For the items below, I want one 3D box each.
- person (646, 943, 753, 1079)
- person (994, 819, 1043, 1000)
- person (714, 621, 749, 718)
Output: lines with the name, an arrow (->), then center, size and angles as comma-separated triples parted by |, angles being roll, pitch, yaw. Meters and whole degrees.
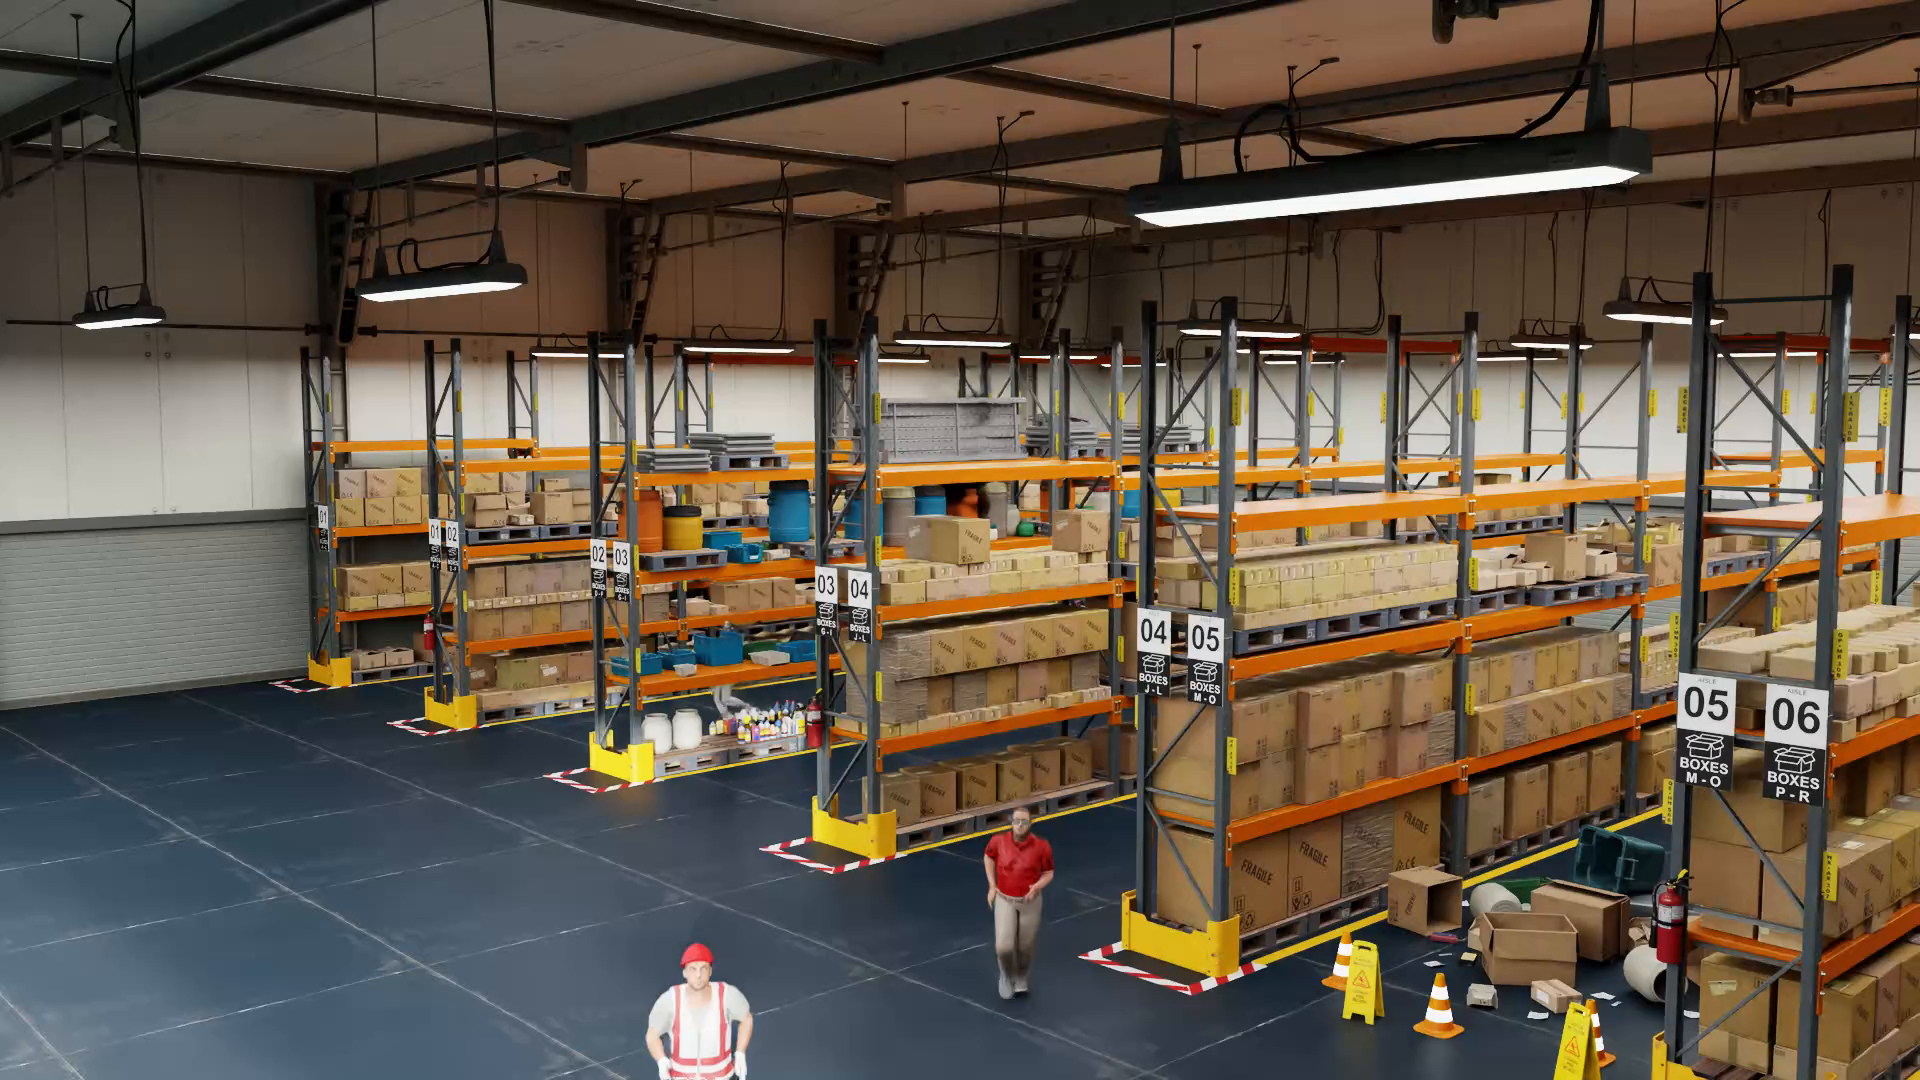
person -> -1.627, 3.377, 10.347 | 0.656, 1.744, 0.574 | 0, 5, -5
person -> 0.495, 3.120, 14.139 | 0.414, 1.607, 0.660 | 0, 5, 1
person -> -3.563, 2.056, 25.645 | 0.581, 1.646, 0.613 | -5, 7, -44
